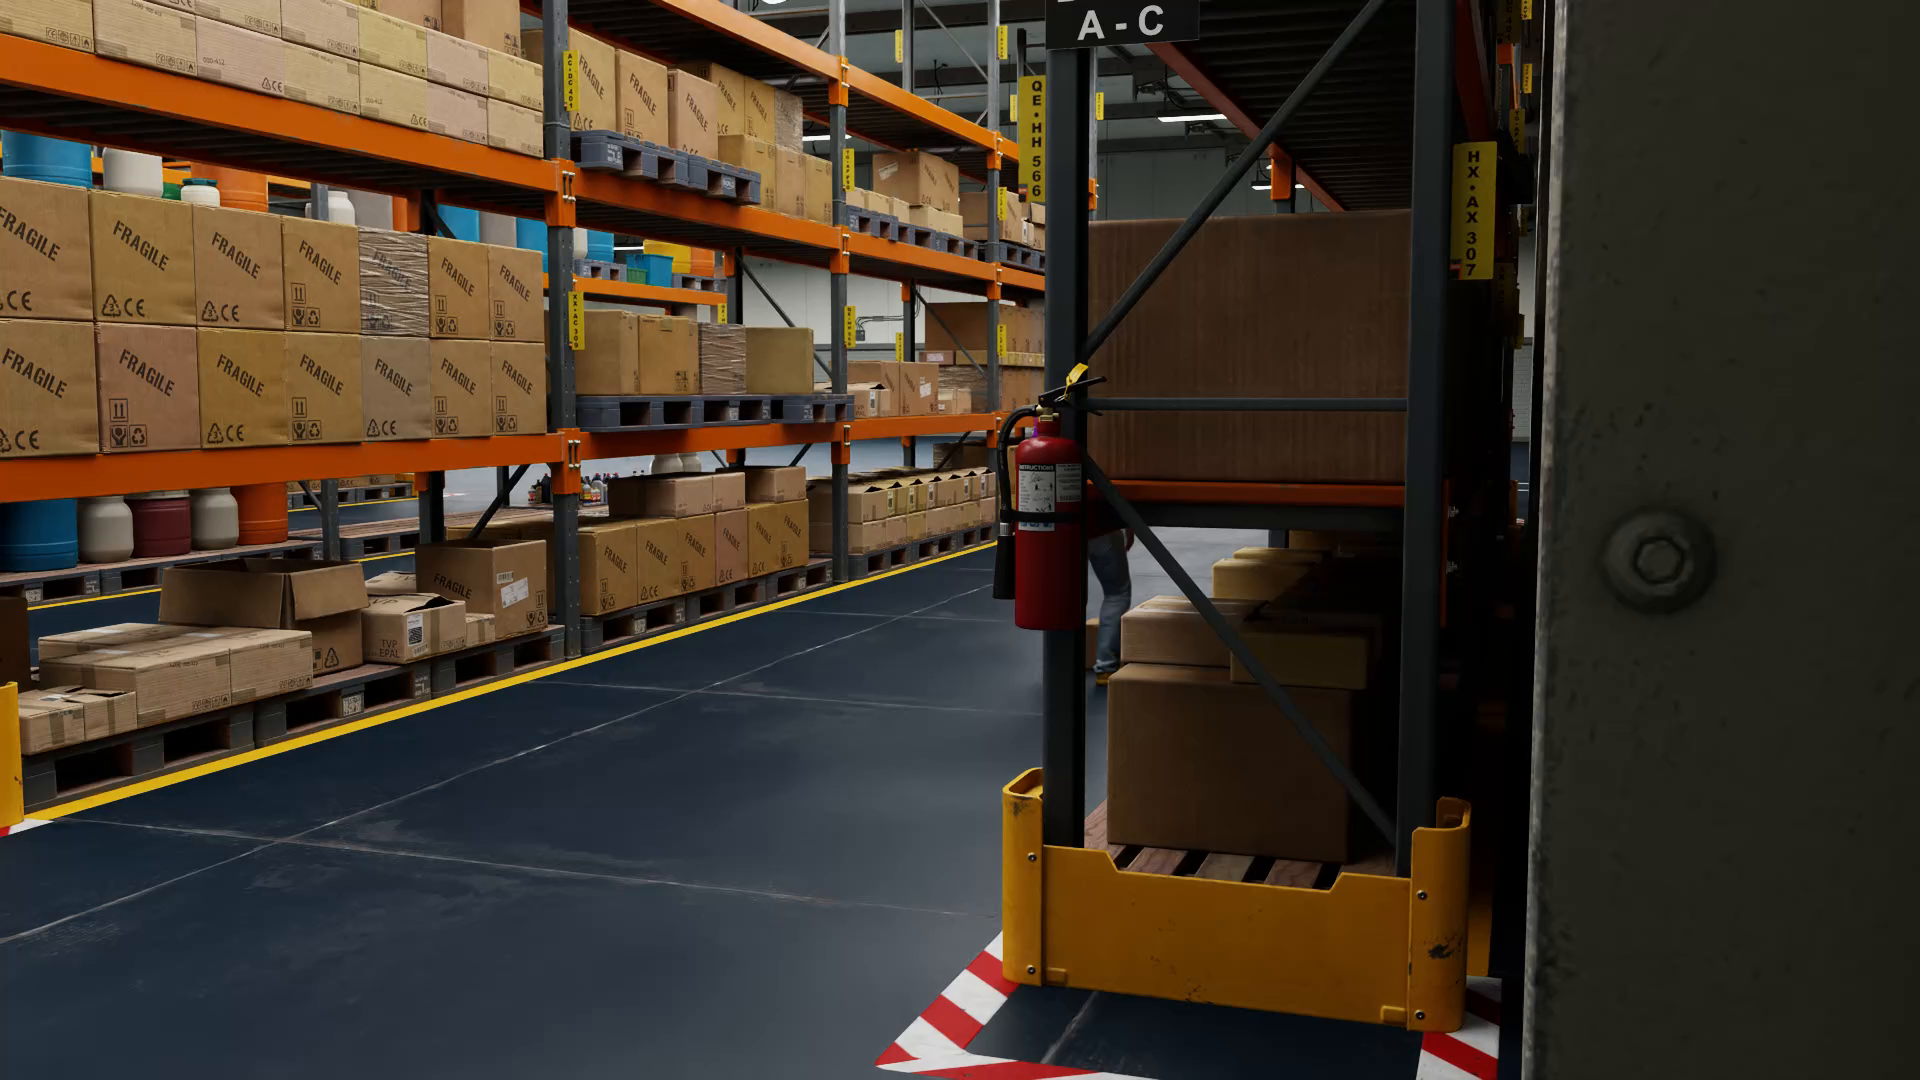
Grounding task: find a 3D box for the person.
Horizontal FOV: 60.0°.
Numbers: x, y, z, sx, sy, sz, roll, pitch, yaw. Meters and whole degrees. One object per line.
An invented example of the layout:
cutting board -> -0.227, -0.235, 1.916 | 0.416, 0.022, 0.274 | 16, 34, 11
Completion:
person -> 0.655, -0.065, 8.840 | 0.613, 1.633, 0.576 | 2, 5, 20
